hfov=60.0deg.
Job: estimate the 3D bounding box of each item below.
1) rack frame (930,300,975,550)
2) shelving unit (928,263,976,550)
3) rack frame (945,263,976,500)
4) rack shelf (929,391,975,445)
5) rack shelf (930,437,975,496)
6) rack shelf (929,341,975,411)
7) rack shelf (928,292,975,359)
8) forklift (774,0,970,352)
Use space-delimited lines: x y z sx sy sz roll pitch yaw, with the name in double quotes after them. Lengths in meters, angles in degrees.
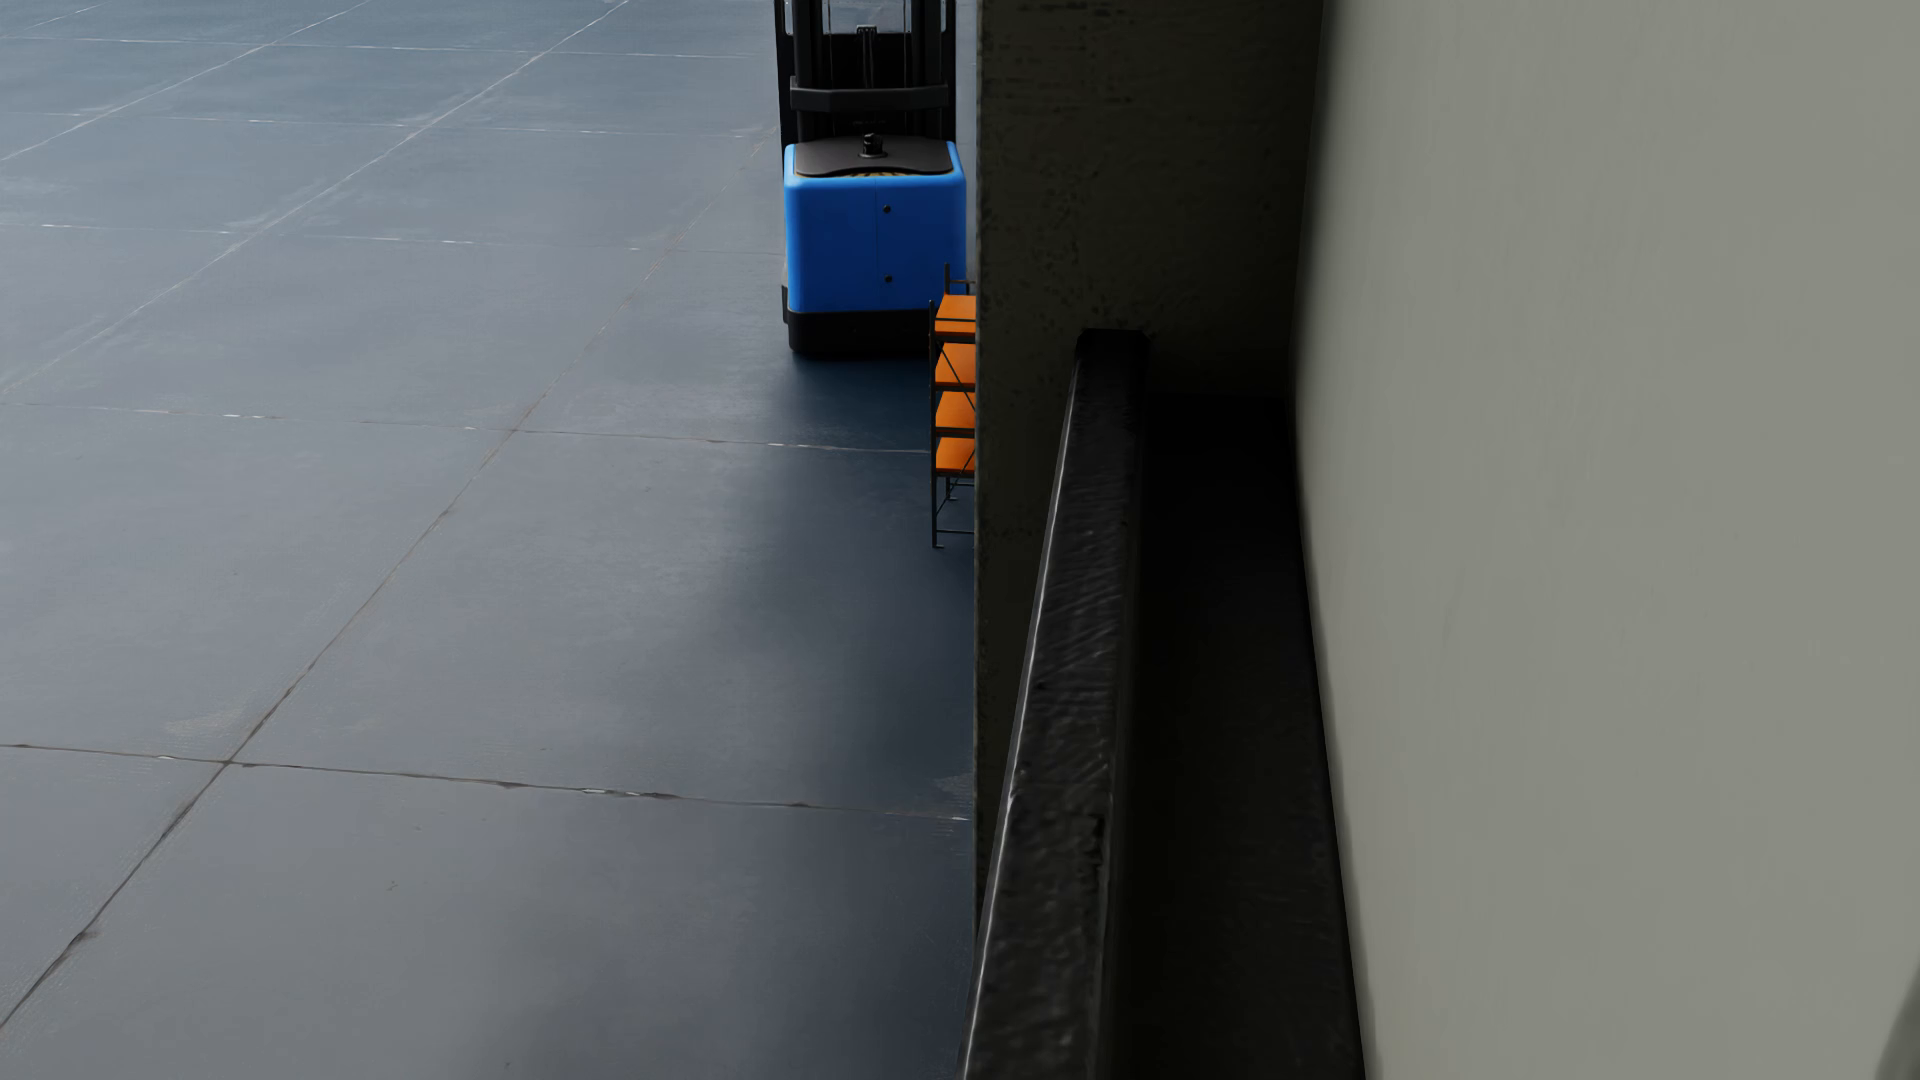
-0.010 -0.491 7.397 0.240 1.200 0.015 3 28 6 "rack frame"
0.020 -0.606 7.610 0.258 1.200 0.503 3 28 6 "shelving unit"
0.050 -0.721 7.823 0.240 1.200 0.015 3 28 6 "rack frame"
0.020 -0.547 7.642 0.258 0.148 0.480 3 28 6 "rack shelf"
0.020 -0.372 7.736 0.258 0.148 0.480 3 28 6 "rack shelf"
0.020 -0.744 7.536 0.258 0.148 0.480 3 28 6 "rack shelf"
0.020 -0.952 7.424 0.258 0.148 0.480 3 28 6 "rack shelf"
-0.588 -3.045 10.312 1.130 2.935 3.031 -2 28 -4 "forklift"
